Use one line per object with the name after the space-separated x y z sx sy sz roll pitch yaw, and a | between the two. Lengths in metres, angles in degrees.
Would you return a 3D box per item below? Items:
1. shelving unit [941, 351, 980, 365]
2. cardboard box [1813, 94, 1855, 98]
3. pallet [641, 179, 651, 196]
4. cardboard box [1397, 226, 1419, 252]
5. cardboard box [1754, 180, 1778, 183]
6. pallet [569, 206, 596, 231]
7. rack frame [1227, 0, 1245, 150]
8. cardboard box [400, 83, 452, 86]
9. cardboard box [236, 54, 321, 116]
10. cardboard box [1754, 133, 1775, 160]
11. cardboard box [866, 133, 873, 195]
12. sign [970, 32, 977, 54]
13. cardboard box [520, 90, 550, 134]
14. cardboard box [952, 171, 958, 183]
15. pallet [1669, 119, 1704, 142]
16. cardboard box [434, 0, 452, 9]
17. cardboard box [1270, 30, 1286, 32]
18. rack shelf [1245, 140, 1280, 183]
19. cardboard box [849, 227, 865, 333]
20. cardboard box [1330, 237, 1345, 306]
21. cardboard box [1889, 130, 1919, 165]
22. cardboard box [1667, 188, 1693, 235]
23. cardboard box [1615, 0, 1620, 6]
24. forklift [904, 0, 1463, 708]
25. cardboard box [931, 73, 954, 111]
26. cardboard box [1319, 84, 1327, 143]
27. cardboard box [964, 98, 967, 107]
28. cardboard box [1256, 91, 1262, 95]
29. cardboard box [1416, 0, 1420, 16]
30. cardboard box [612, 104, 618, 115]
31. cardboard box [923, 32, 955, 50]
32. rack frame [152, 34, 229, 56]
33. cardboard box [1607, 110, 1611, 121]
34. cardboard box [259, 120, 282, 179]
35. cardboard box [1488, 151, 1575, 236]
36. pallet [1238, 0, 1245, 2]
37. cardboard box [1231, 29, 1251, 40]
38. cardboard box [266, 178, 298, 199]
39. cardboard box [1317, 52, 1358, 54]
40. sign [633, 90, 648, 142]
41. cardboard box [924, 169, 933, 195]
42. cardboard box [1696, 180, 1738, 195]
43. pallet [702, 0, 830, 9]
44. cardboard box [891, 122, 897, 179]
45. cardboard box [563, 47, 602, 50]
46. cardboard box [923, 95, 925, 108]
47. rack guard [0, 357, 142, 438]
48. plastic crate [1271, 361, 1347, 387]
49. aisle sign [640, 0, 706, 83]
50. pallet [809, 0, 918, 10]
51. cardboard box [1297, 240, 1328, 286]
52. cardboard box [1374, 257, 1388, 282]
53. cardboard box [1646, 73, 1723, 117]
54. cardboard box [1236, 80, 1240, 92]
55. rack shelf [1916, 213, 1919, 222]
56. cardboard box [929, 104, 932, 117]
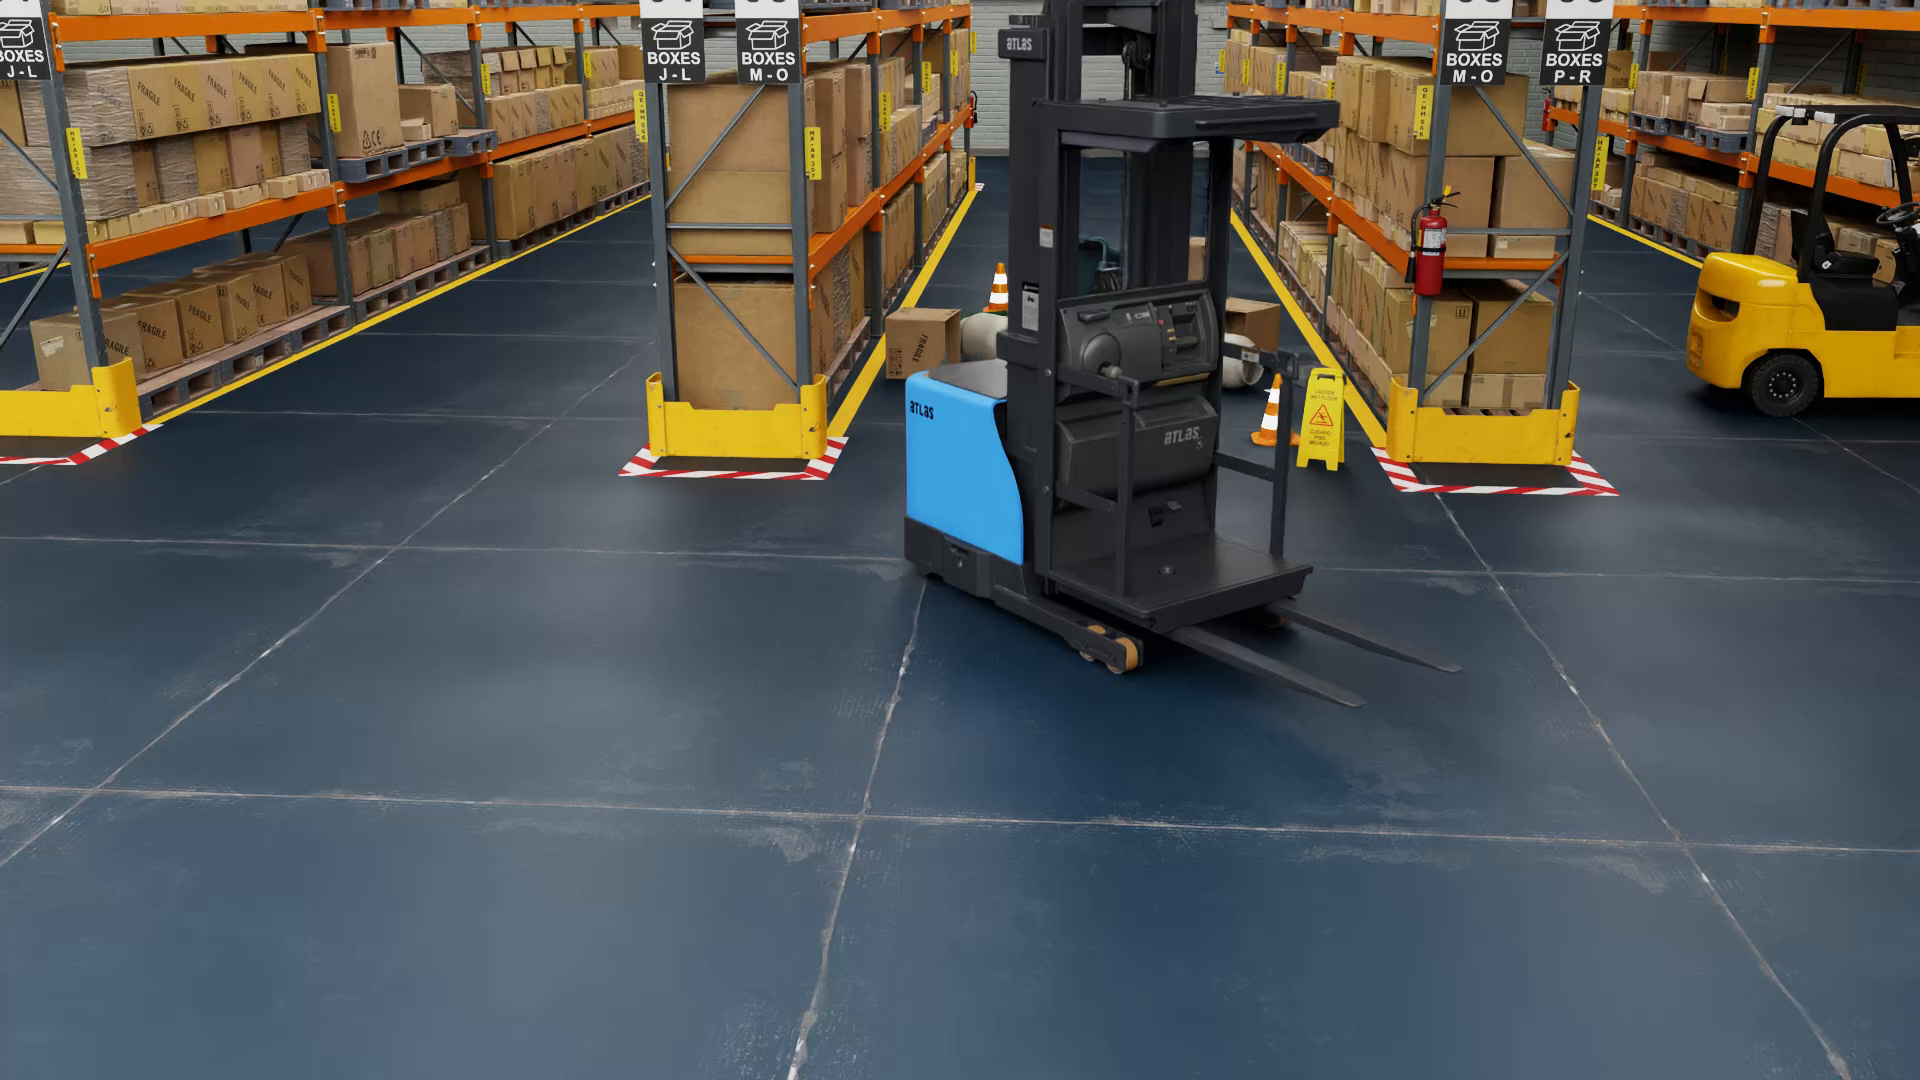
0.004 -0.516 9.310 0.215 1.050 0.252 1 18 4 | shelving unit
9.155 -4.582 17.388 0.380 0.149 0.250 2 18 6 | cardboard box
-5.265 -5.572 26.091 1.003 0.211 1.213 1 18 4 | pallet
3.173 -2.040 11.235 0.380 0.149 0.250 1 18 3 | cardboard box
9.391 -4.133 19.516 0.380 0.149 0.250 1 18 3 | cardboard box
-5.553 -4.339 22.326 1.003 0.211 1.213 1 18 4 | pallet
4.599 -6.927 25.744 1.000 3.000 0.127 1 18 4 | rack frame
-5.858 -4.742 18.241 0.500 0.500 0.500 -1 18 -3 | cardboard box
-5.904 -3.939 14.383 0.500 0.500 0.500 1 18 4 | cardboard box
8.701 -4.129 17.446 0.500 0.250 0.500 1 18 4 | cardboard box
-1.221 -3.235 14.238 0.875 0.550 0.550 1 18 4 | cardboard box
0.206 -7.687 25.700 0.100 0.325 0.005 1 18 4 | sign
-5.447 -5.330 20.712 0.500 0.500 0.500 1 18 4 | cardboard box
-0.231 -5.258 24.077 0.380 0.149 0.250 1 18 3 | cardboard box
9.111 -4.845 19.701 1.003 0.211 1.213 1 18 4 | pallet
-5.671 -5.710 17.455 0.500 0.250 0.500 1 18 4 | cardboard box
4.695 -7.323 24.147 0.380 0.149 0.250 1 18 3 | cardboard box
4.169 -4.721 20.169 1.077 0.370 4.000 1 18 4 | rack shelf
-1.321 -2.275 14.286 0.875 0.875 0.875 2 18 5 | cardboard box
3.427 -2.272 14.075 0.500 0.500 0.500 2 18 7 | cardboard box
8.470 -3.414 14.464 0.500 0.250 0.500 1 18 3 | cardboard box
8.892 -3.960 20.030 0.500 0.500 0.500 1 18 2 | cardboard box
9.114 -7.317 22.521 0.380 0.149 0.250 2 18 6 | cardboard box
0.973 -0.954 7.629 1.130 2.935 3.031 -13 22 -34 | forklift
-0.346 -6.100 22.585 0.500 0.500 0.500 1 18 3 | cardboard box
3.577 -3.891 15.167 0.500 0.500 0.500 1 18 4 | cardboard box
-0.087 -6.779 25.697 0.380 0.149 0.250 1 18 4 | cardboard box
3.927 -5.401 20.528 0.500 0.250 0.500 2 18 5 | cardboard box
3.237 -3.540 10.996 0.380 0.149 0.250 2 18 6 | cardboard box
-5.147 -6.195 23.916 0.380 0.149 0.250 1 18 3 | cardboard box
-0.335 -6.723 22.880 0.500 0.500 0.500 1 18 2 | cardboard box
-10.513 -6.016 22.966 1.000 3.000 0.127 1 18 4 | rack frame
9.071 -5.803 22.720 0.380 0.149 0.250 2 18 5 | cardboard box
-6.311 -3.317 14.090 0.875 0.500 0.500 1 18 4 | cardboard box
3.762 -2.287 10.947 0.500 0.500 0.500 1 18 3 | cardboard box
4.471 -7.699 23.428 1.003 0.211 1.213 1 18 4 | pallet
4.216 -7.492 24.663 0.380 0.149 0.250 2 18 6 | cardboard box
-5.880 -2.994 14.147 0.380 0.149 0.250 1 18 4 | cardboard box
4.383 -5.427 19.401 0.500 0.500 0.500 2 18 5 | cardboard box
-2.033 -2.716 10.653 0.100 0.325 0.005 1 18 4 | sign
-0.592 -4.255 19.728 0.500 0.250 0.500 1 18 3 | cardboard box
8.892 -4.136 19.526 0.380 0.149 0.250 1 18 3 | cardboard box
-1.450 -3.650 11.071 1.003 0.211 1.213 1 18 4 | pallet
-0.864 -3.640 15.555 0.500 0.500 0.500 1 18 4 | cardboard box
-5.656 -7.115 24.878 0.500 0.500 0.500 1 18 2 | cardboard box
-0.615 -5.211 19.761 0.380 0.149 0.250 1 18 4 | cardboard box
-6.427 -1.014 11.715 1.175 0.500 0.348 1 18 4 | rack guard
2.808 -1.343 13.393 0.402 0.080 0.583 -5 19 -15 | plastic crate
-1.797 -3.256 10.369 0.394 0.787 0.004 1 18 4 | aisle sign
-0.990 -5.308 16.291 1.003 0.211 1.213 2 18 6 | pallet
3.870 -2.753 16.552 0.950 0.372 0.625 2 18 6 | cardboard box
3.230 -1.963 12.092 0.380 0.149 0.250 2 18 5 | cardboard box
8.968 -5.516 20.603 0.700 0.500 0.500 1 18 5 | cardboard box
4.143 -6.198 23.360 0.500 0.500 0.500 1 18 3 | cardboard box
8.546 -2.127 12.252 1.077 0.370 4.000 1 18 4 | rack shelf
-0.554 -5.311 20.543 0.380 0.149 0.250 2 18 6 | cardboard box
